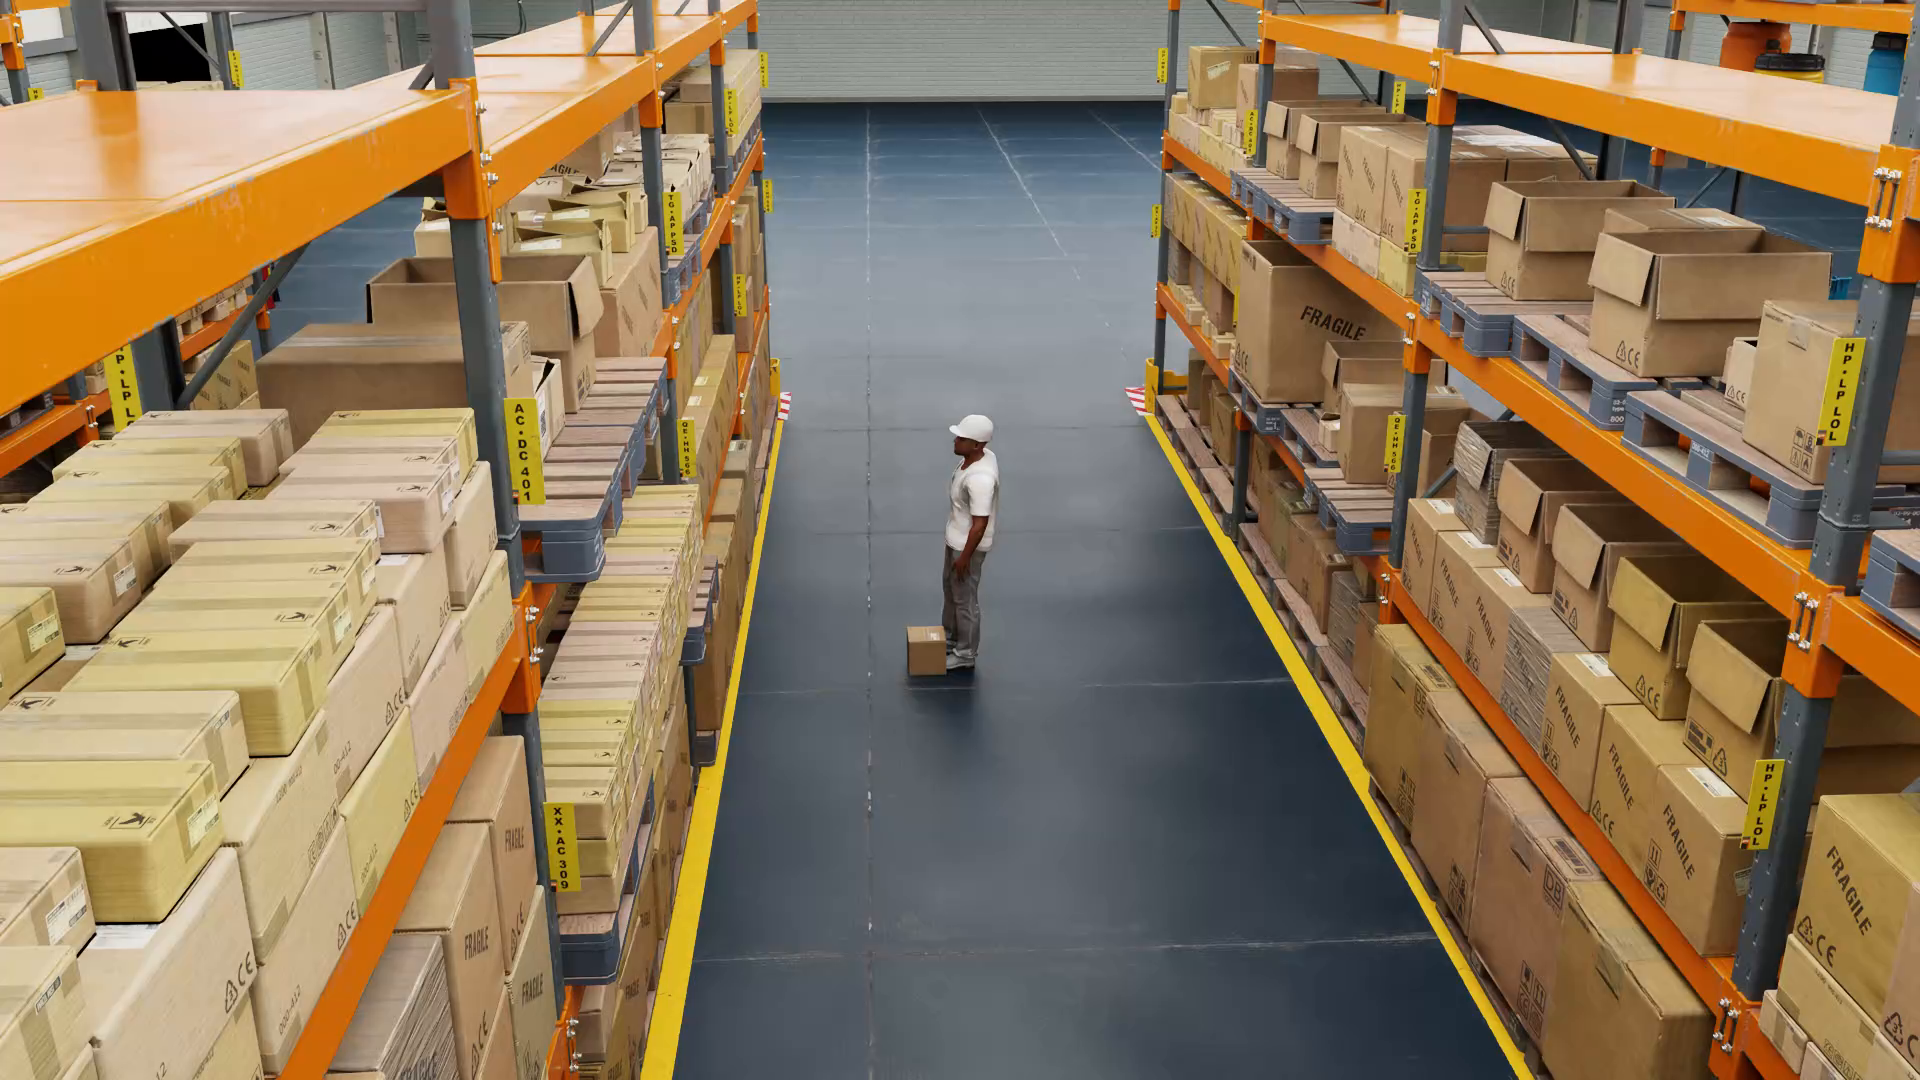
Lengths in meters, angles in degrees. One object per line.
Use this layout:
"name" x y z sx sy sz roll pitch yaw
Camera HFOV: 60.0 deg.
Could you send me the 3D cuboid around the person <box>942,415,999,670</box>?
"person" -0.028 0.014 10.978 0.575 1.768 0.665 -1 20 -3
